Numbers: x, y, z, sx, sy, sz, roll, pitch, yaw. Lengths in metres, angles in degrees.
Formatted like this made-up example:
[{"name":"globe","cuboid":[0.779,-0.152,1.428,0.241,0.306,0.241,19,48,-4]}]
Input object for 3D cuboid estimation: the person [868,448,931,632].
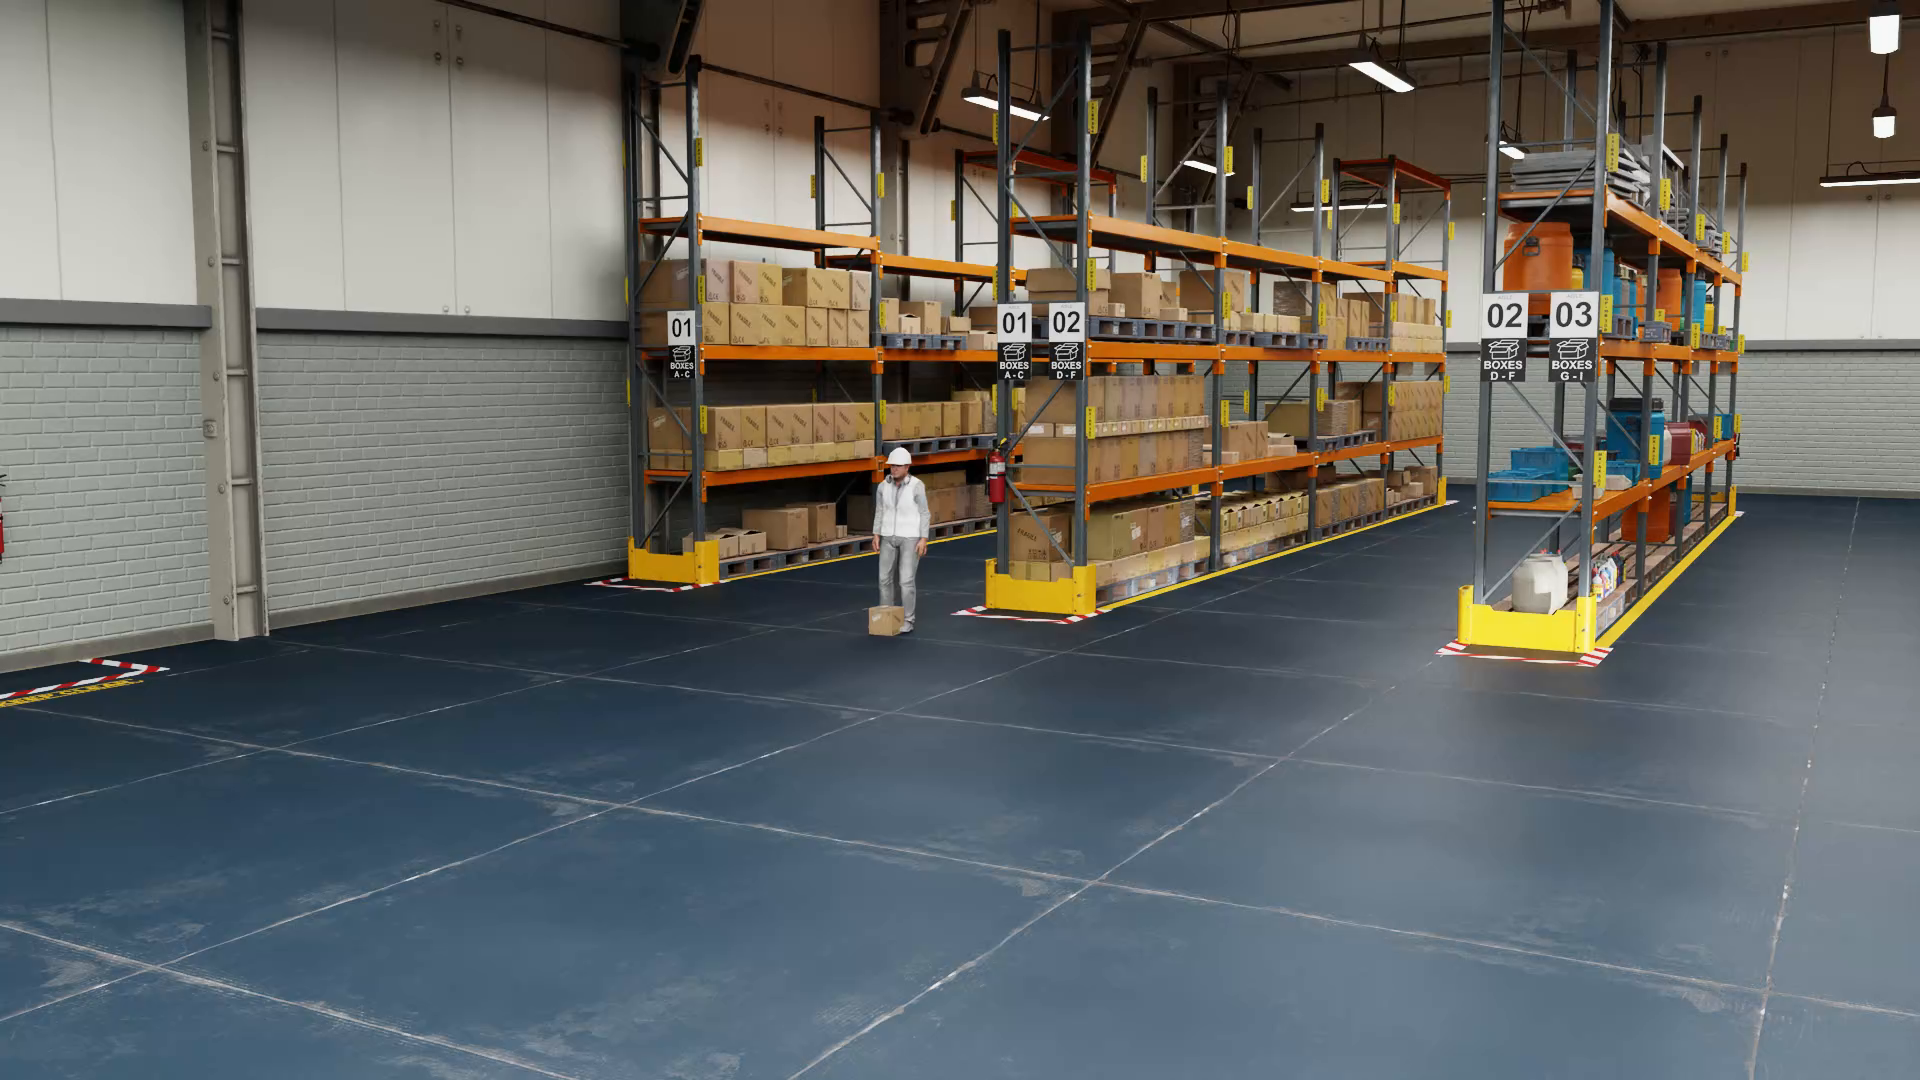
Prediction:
[{"name":"person","cuboid":[-0.578,-0.007,16.080,0.593,1.769,0.473,3,6,25]}]
